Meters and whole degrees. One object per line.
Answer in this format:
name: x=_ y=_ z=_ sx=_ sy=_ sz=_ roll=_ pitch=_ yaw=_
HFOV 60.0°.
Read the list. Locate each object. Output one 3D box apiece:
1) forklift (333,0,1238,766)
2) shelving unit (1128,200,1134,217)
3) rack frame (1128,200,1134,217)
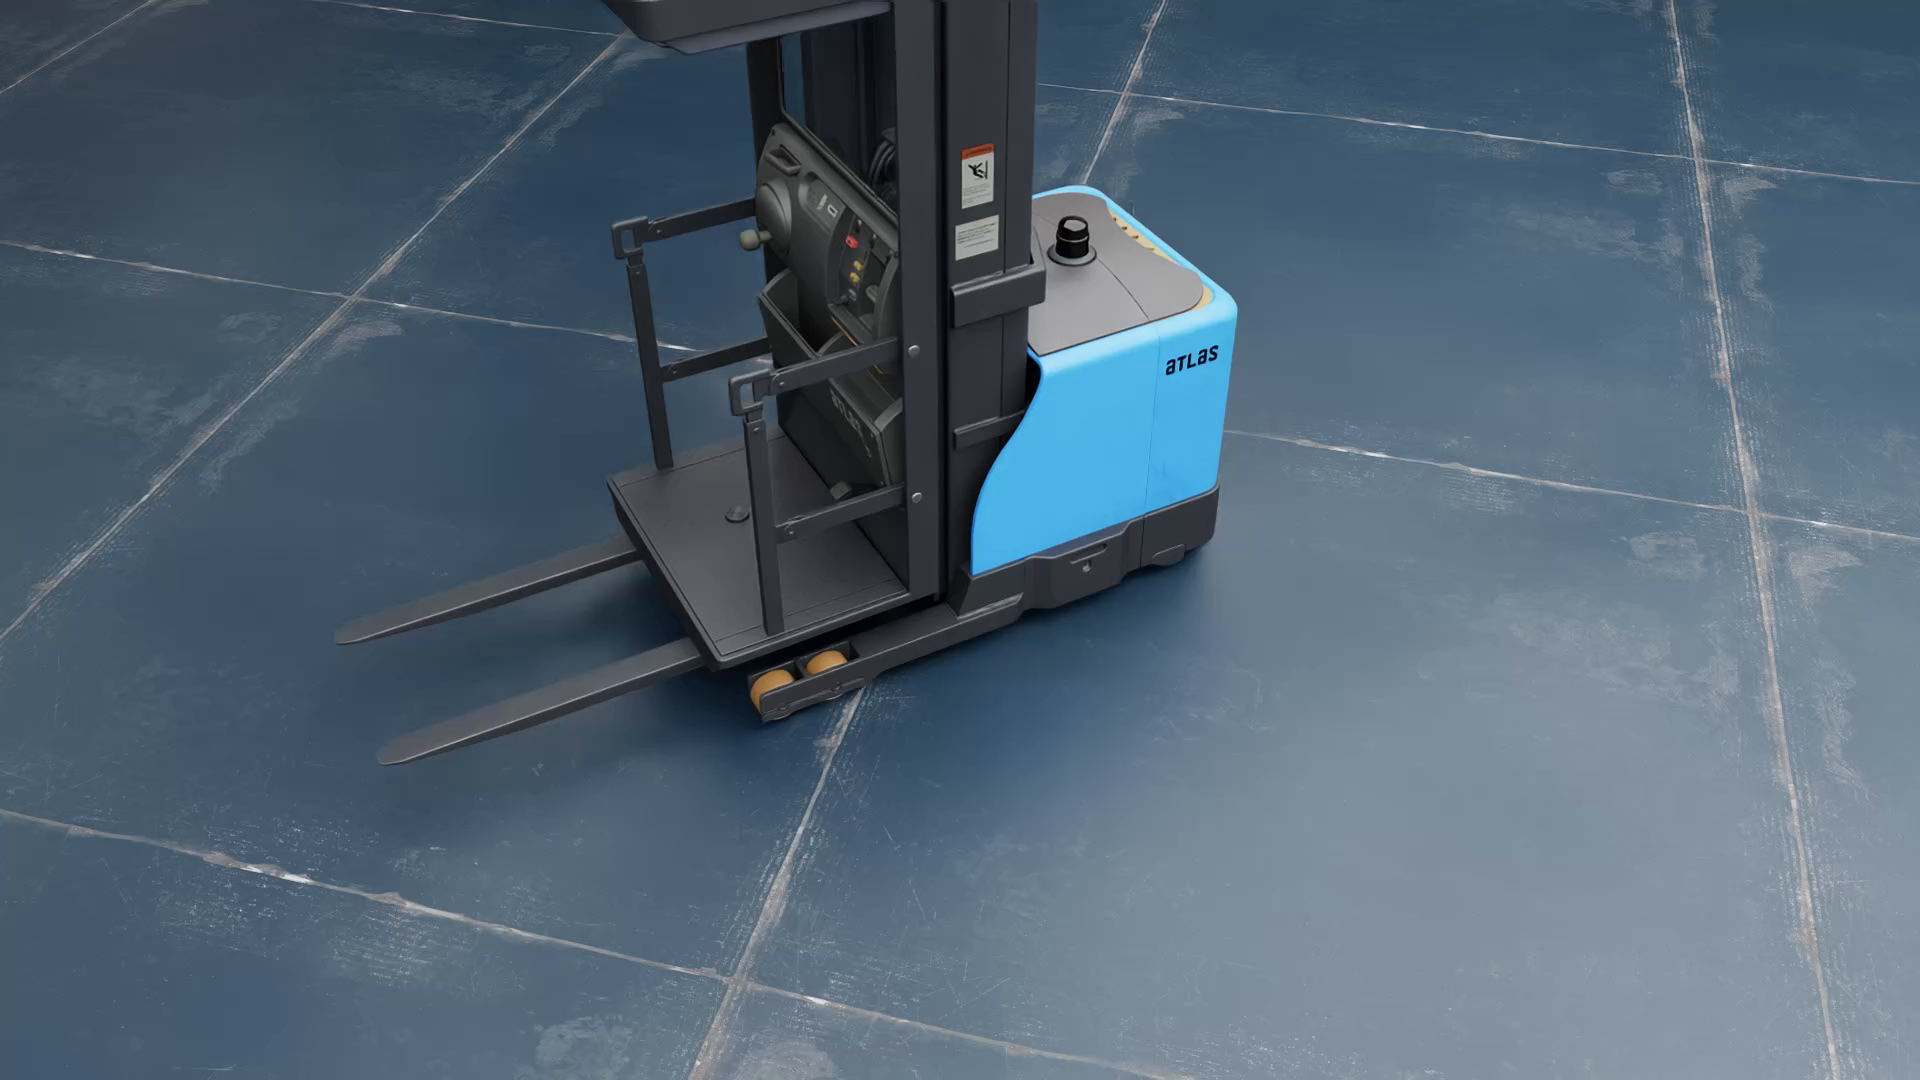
forklift: x=-0.599 y=-0.914 z=5.060 sx=3.031 sy=2.935 sz=1.130 roll=-19 pitch=44 yaw=-21
shelving unit: x=0.517 y=-0.940 z=6.669 sx=0.258 sy=0.900 sz=0.210 roll=20 pitch=44 yaw=22
rack frame: x=0.567 y=-0.997 z=6.736 sx=0.240 sy=0.900 sz=0.006 roll=20 pitch=44 yaw=22
